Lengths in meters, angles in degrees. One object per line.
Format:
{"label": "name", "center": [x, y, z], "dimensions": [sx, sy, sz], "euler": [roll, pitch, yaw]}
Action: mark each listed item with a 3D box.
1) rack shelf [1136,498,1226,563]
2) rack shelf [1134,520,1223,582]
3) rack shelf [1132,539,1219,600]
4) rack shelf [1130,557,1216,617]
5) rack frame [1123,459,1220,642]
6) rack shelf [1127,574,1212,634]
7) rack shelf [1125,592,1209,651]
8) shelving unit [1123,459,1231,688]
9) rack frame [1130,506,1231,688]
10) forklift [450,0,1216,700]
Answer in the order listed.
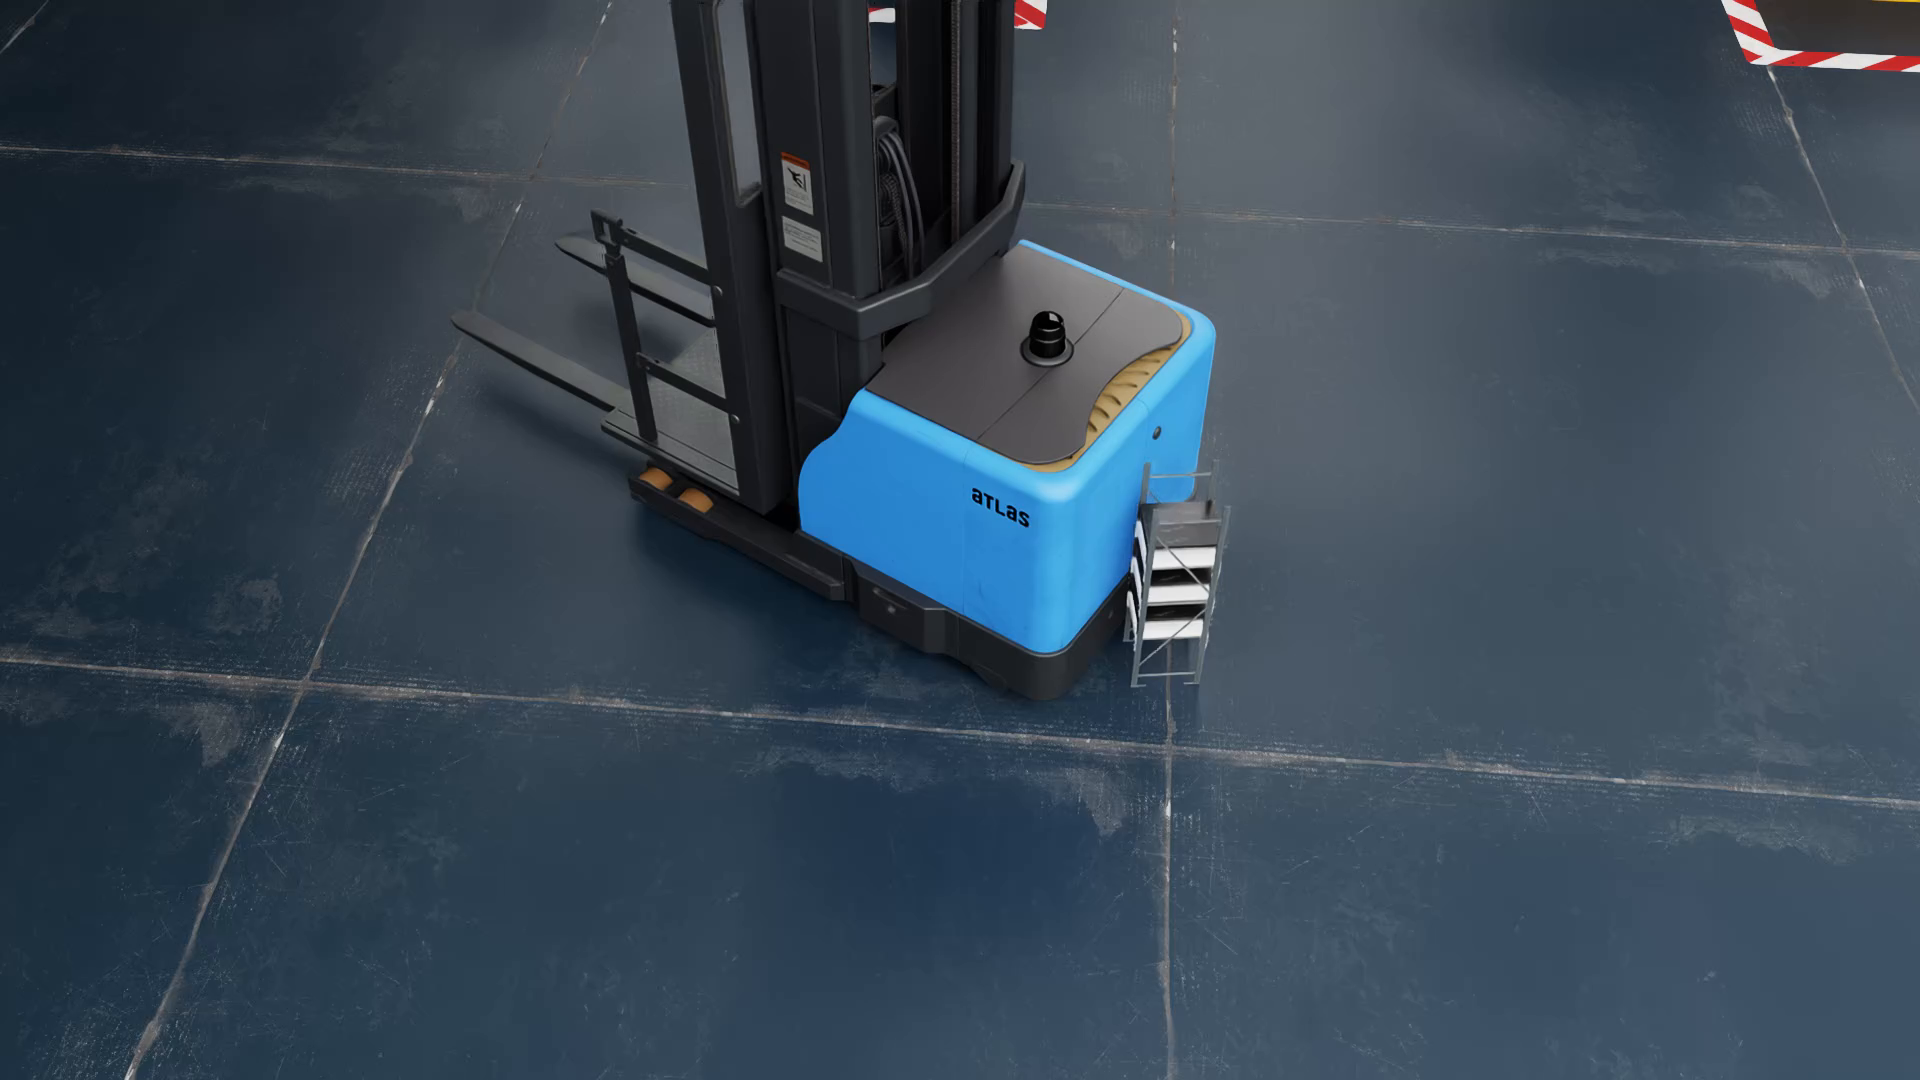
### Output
{"label": "rack shelf", "center": [0.708, -0.031, 5.346], "dimensions": [0.258, 0.077, 0.200], "euler": [-3, 48, -3]}
{"label": "rack shelf", "center": [0.708, 0.030, 5.413], "dimensions": [0.258, 0.077, 0.200], "euler": [-3, 48, -3]}
{"label": "rack shelf", "center": [0.708, 0.090, 5.480], "dimensions": [0.258, 0.077, 0.200], "euler": [-3, 48, -3]}
{"label": "rack shelf", "center": [0.707, 0.151, 5.546], "dimensions": [0.258, 0.077, 0.200], "euler": [-3, 48, -3]}
{"label": "rack frame", "center": [0.701, 0.053, 5.590], "dimensions": [0.240, 0.900, 0.006], "euler": [-3, 48, -3]}
{"label": "rack shelf", "center": [0.707, 0.211, 5.613], "dimensions": [0.258, 0.077, 0.200], "euler": [-3, 48, -3]}
{"label": "rack shelf", "center": [0.707, 0.271, 5.680], "dimensions": [0.258, 0.077, 0.200], "euler": [-3, 48, -3]}
{"label": "shelving unit", "center": [0.707, 0.128, 5.522], "dimensions": [0.258, 0.900, 0.210], "euler": [-3, 48, -3]}
{"label": "rack frame", "center": [0.714, 0.203, 5.454], "dimensions": [0.240, 0.900, 0.006], "euler": [-3, 48, -3]}
{"label": "forklift", "center": [-0.644, -1.315, 5.466], "dimensions": [3.031, 2.935, 1.130], "euler": [27, 53, 22]}
